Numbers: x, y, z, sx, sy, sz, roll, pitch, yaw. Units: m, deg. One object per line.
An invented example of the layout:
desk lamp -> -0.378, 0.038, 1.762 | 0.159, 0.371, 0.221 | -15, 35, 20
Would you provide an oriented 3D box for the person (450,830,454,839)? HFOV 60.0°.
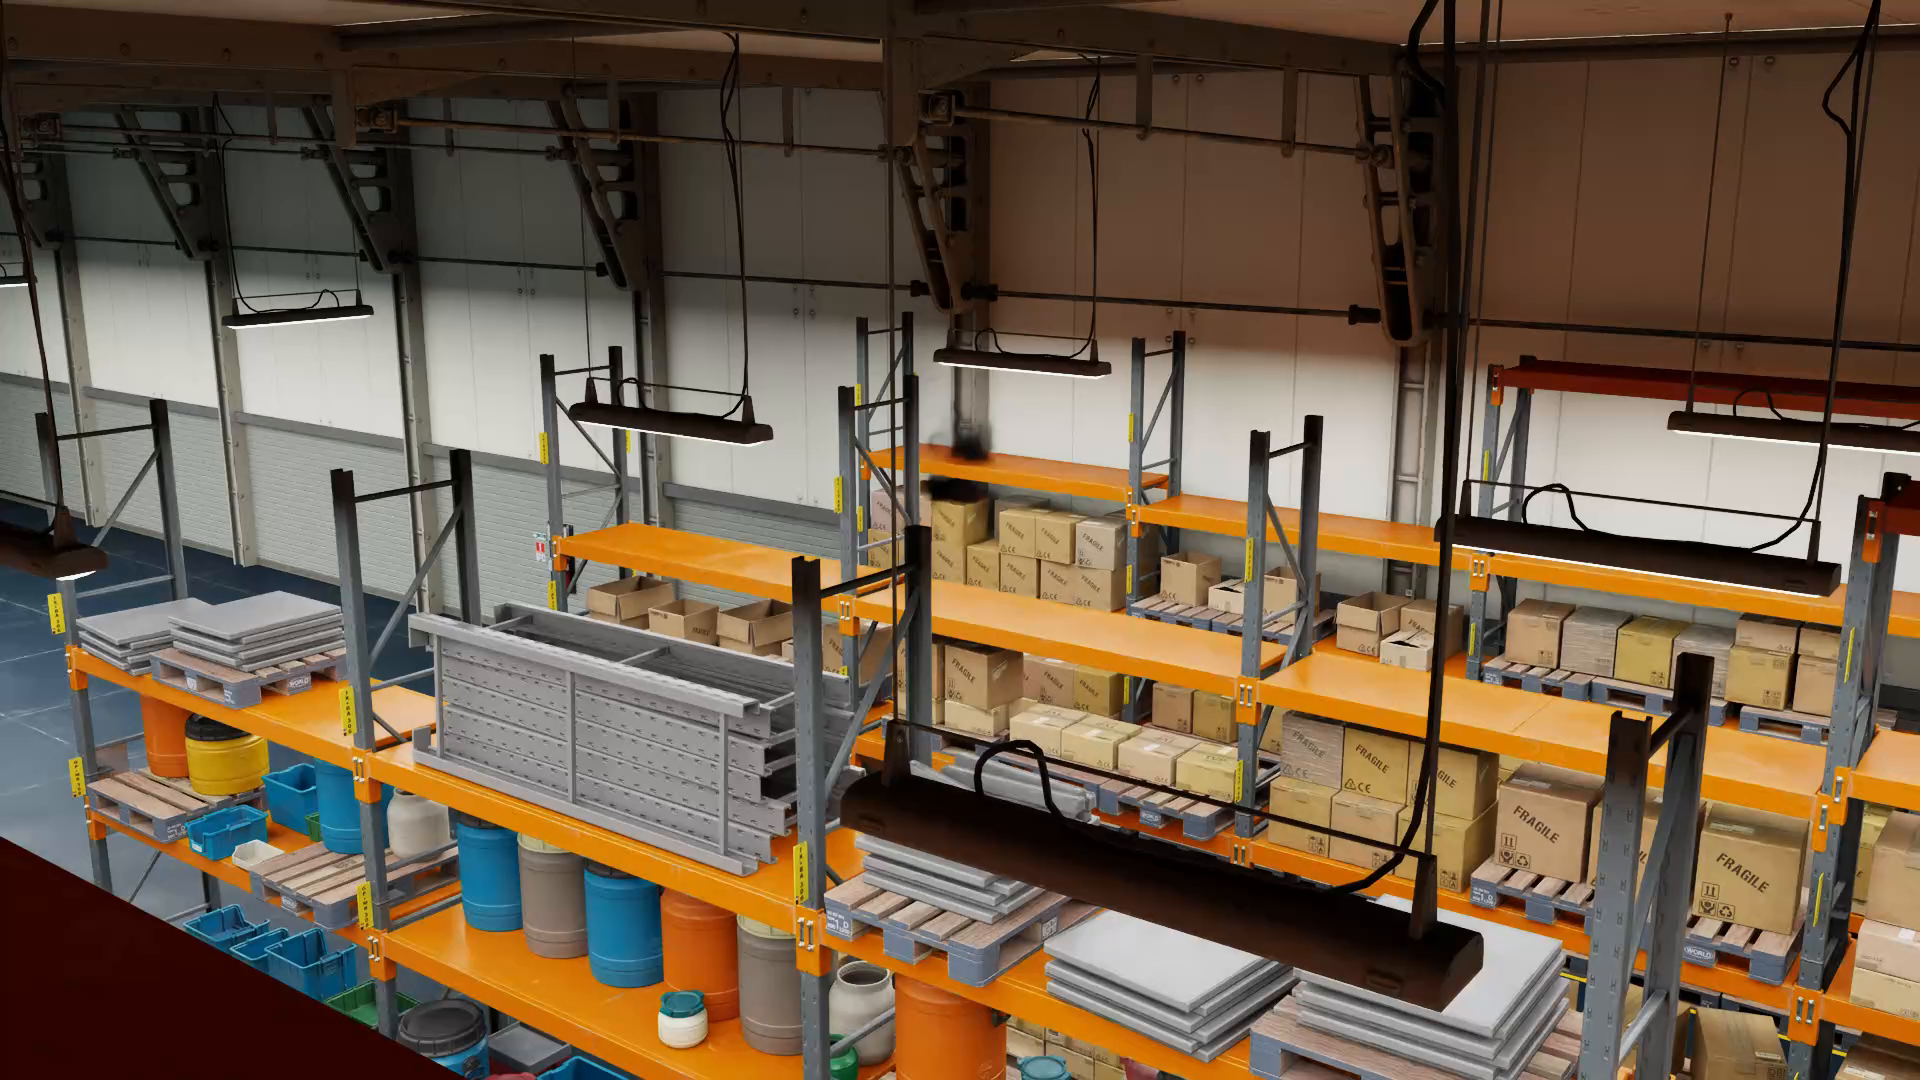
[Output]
person -> -6.123, 2.937, 18.809 | 0.707, 1.761, 0.732 | -4, 14, -18
